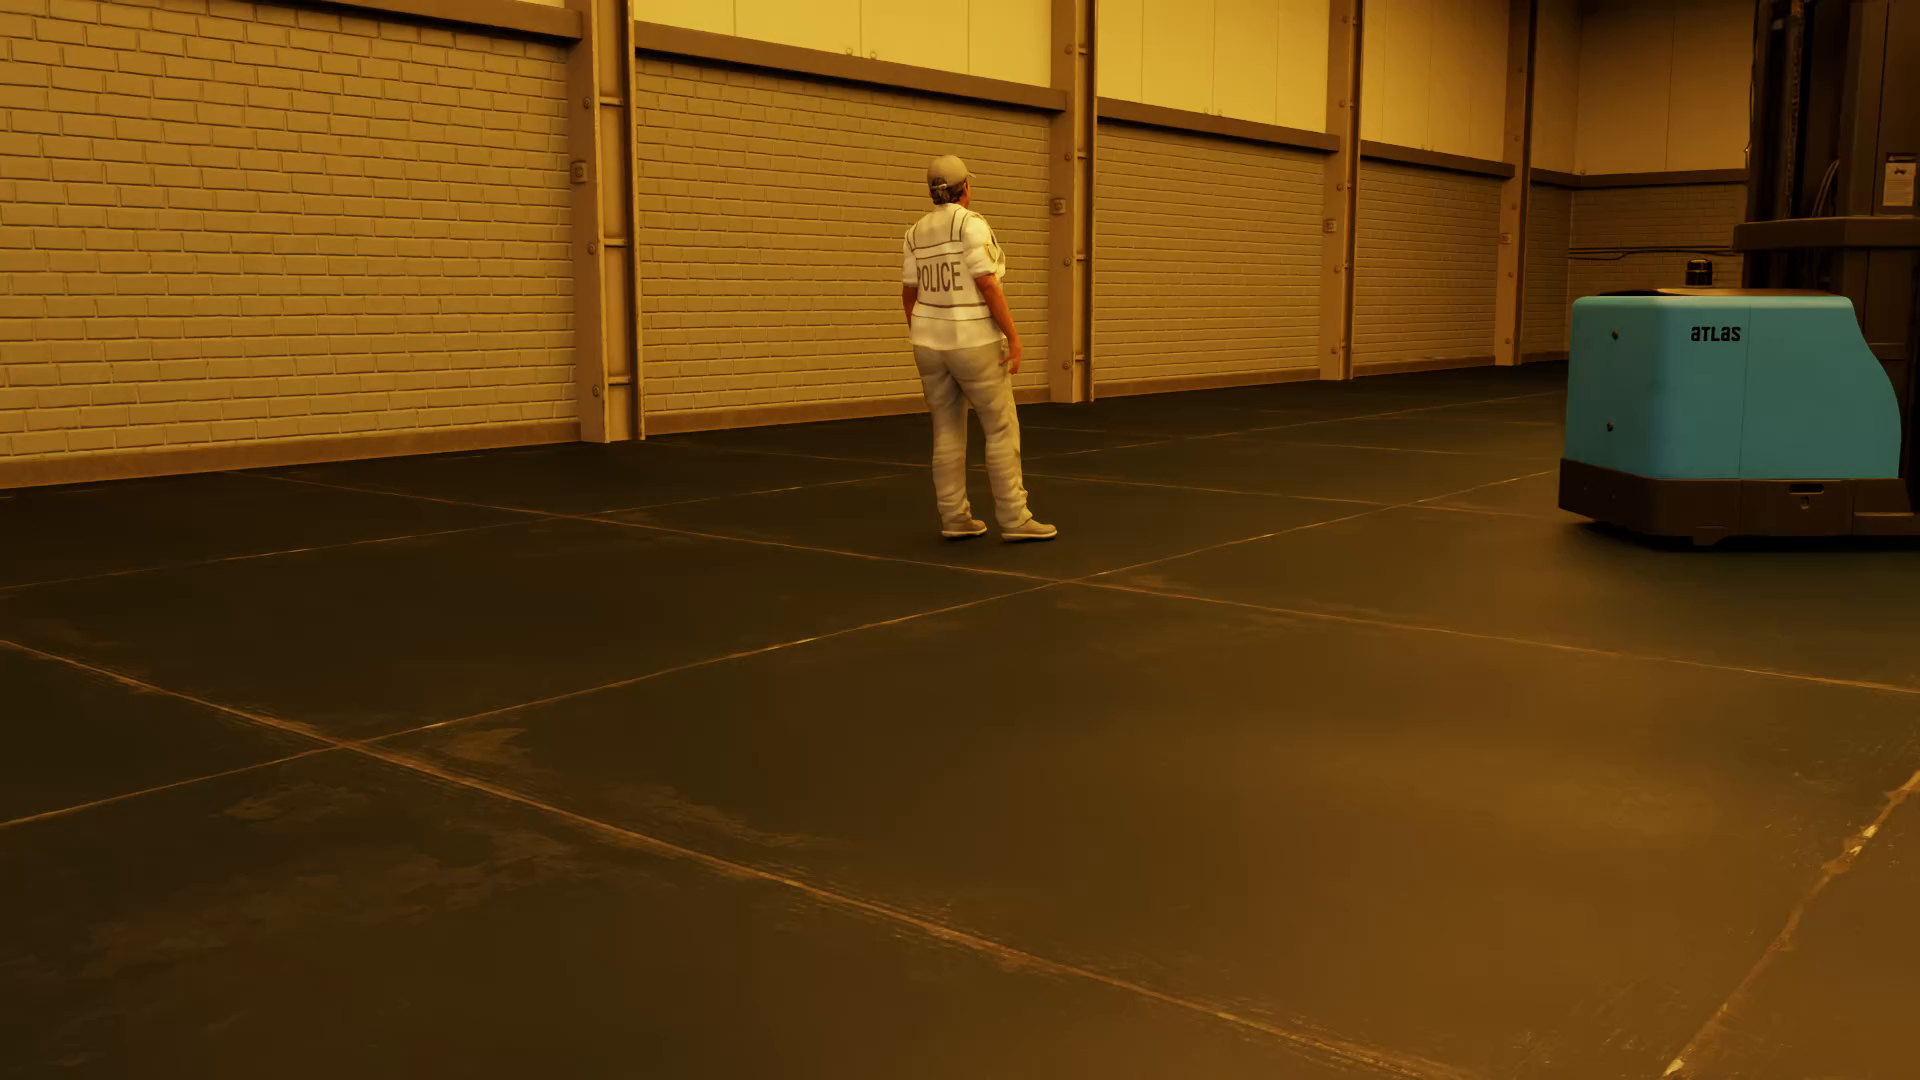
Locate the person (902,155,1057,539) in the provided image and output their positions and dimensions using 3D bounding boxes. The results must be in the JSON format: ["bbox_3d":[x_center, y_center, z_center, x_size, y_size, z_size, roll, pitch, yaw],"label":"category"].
[{"bbox_3d":[0.066,-0.838,7.328,0.598,1.670,0.529,7,11,38],"label":"person"}]

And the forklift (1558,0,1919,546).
[{"bbox_3d":[4.397,-1.480,7.399,3.031,2.935,1.130,0,8,-3],"label":"forklift"}]
